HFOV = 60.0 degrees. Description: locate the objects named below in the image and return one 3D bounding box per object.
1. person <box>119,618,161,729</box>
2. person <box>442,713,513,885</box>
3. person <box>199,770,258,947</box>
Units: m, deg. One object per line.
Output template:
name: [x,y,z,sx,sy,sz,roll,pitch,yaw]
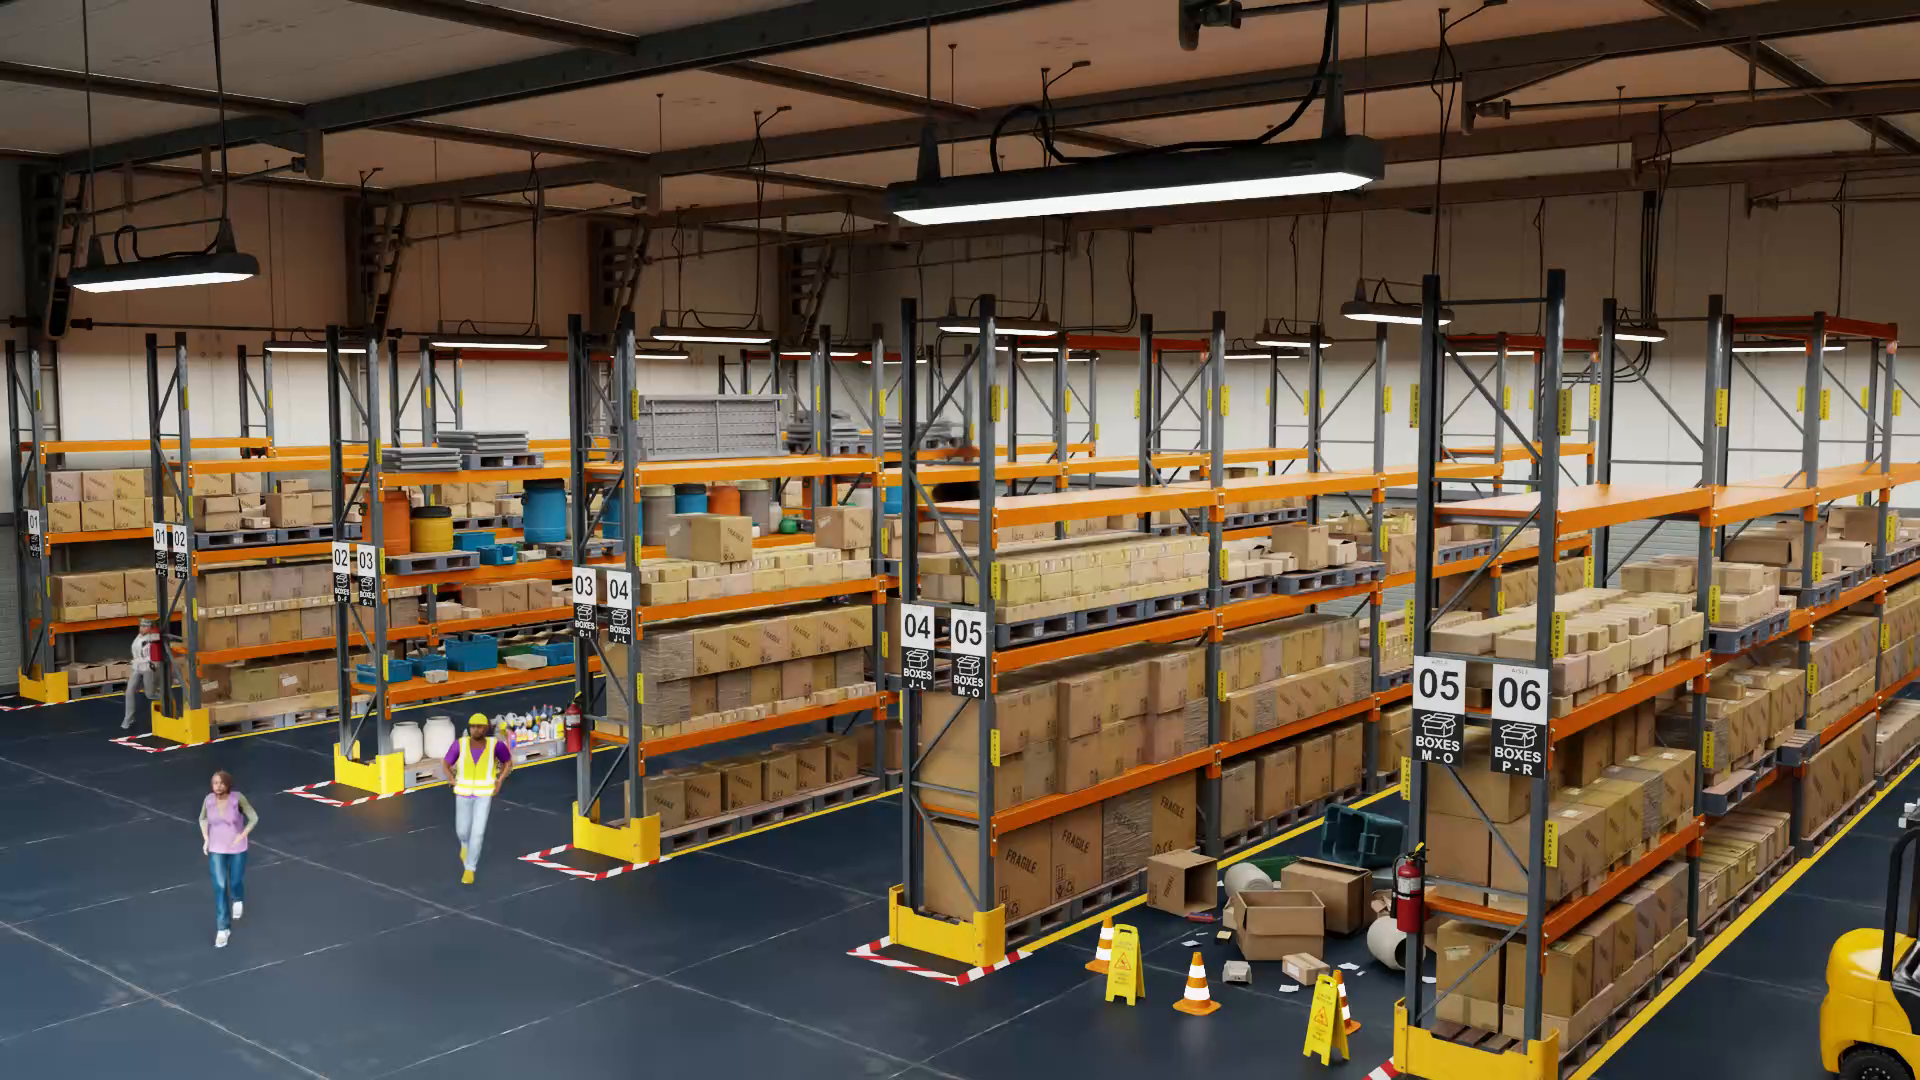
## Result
person: [-12.545,2.034,25.681,0.635,1.716,0.848,2,6,22]
person: [-5.147,2.707,17.743,0.710,1.760,0.840,-1,5,-8]
person: [-6.922,2.953,15.762,0.536,1.606,0.756,-1,5,-16]
